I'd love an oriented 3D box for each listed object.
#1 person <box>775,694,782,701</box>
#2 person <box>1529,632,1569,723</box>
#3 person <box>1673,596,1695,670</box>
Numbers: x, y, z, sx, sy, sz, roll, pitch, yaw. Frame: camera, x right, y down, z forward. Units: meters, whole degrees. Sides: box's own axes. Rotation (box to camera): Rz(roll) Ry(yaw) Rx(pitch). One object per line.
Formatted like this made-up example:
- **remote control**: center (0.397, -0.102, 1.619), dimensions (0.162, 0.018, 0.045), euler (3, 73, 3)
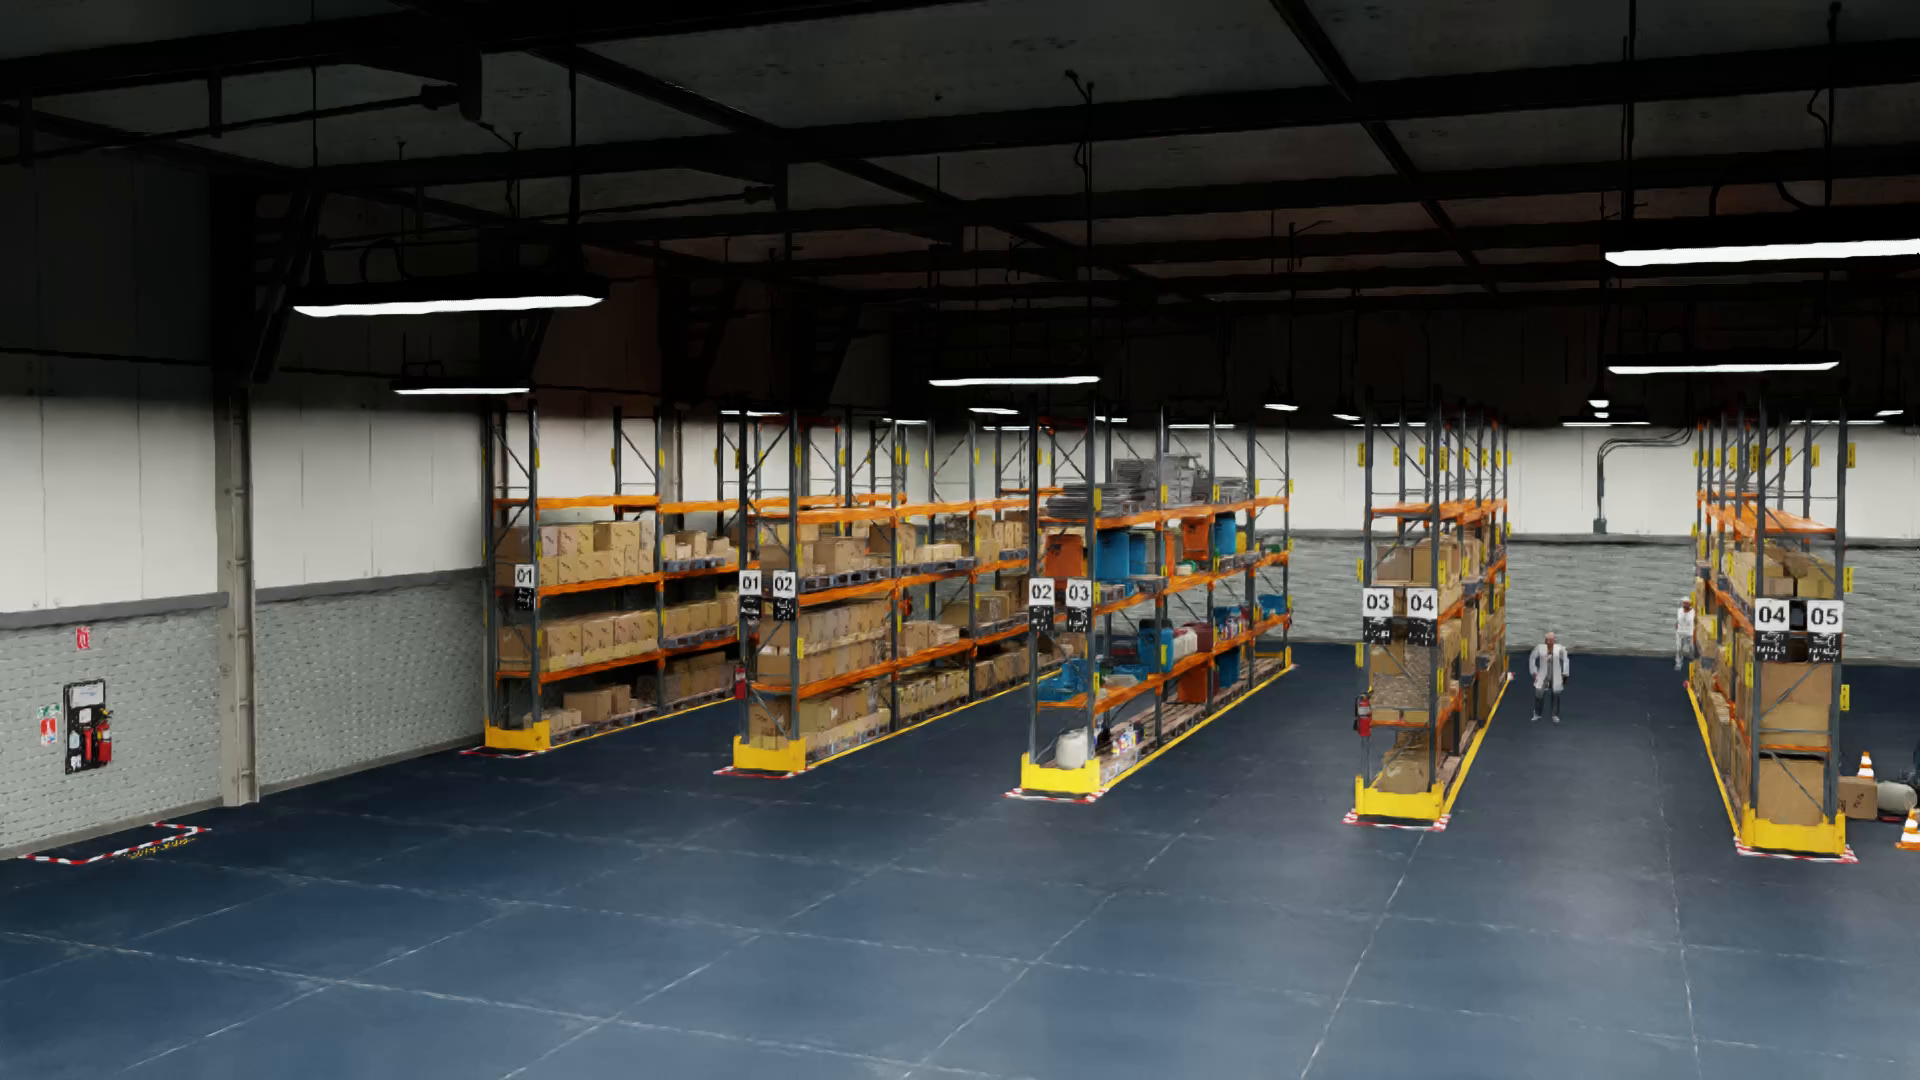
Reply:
- **person**: center (-3.235, 2.604, 31.269), dimensions (0.572, 1.689, 1.126), euler (1, 3, 19)
- **person**: center (11.137, 2.589, 31.460), dimensions (0.729, 1.733, 0.546), euler (1, 3, 20)
- **person**: center (17.205, 2.197, 39.306), dimensions (0.589, 1.746, 0.950), euler (2, 4, 37)
